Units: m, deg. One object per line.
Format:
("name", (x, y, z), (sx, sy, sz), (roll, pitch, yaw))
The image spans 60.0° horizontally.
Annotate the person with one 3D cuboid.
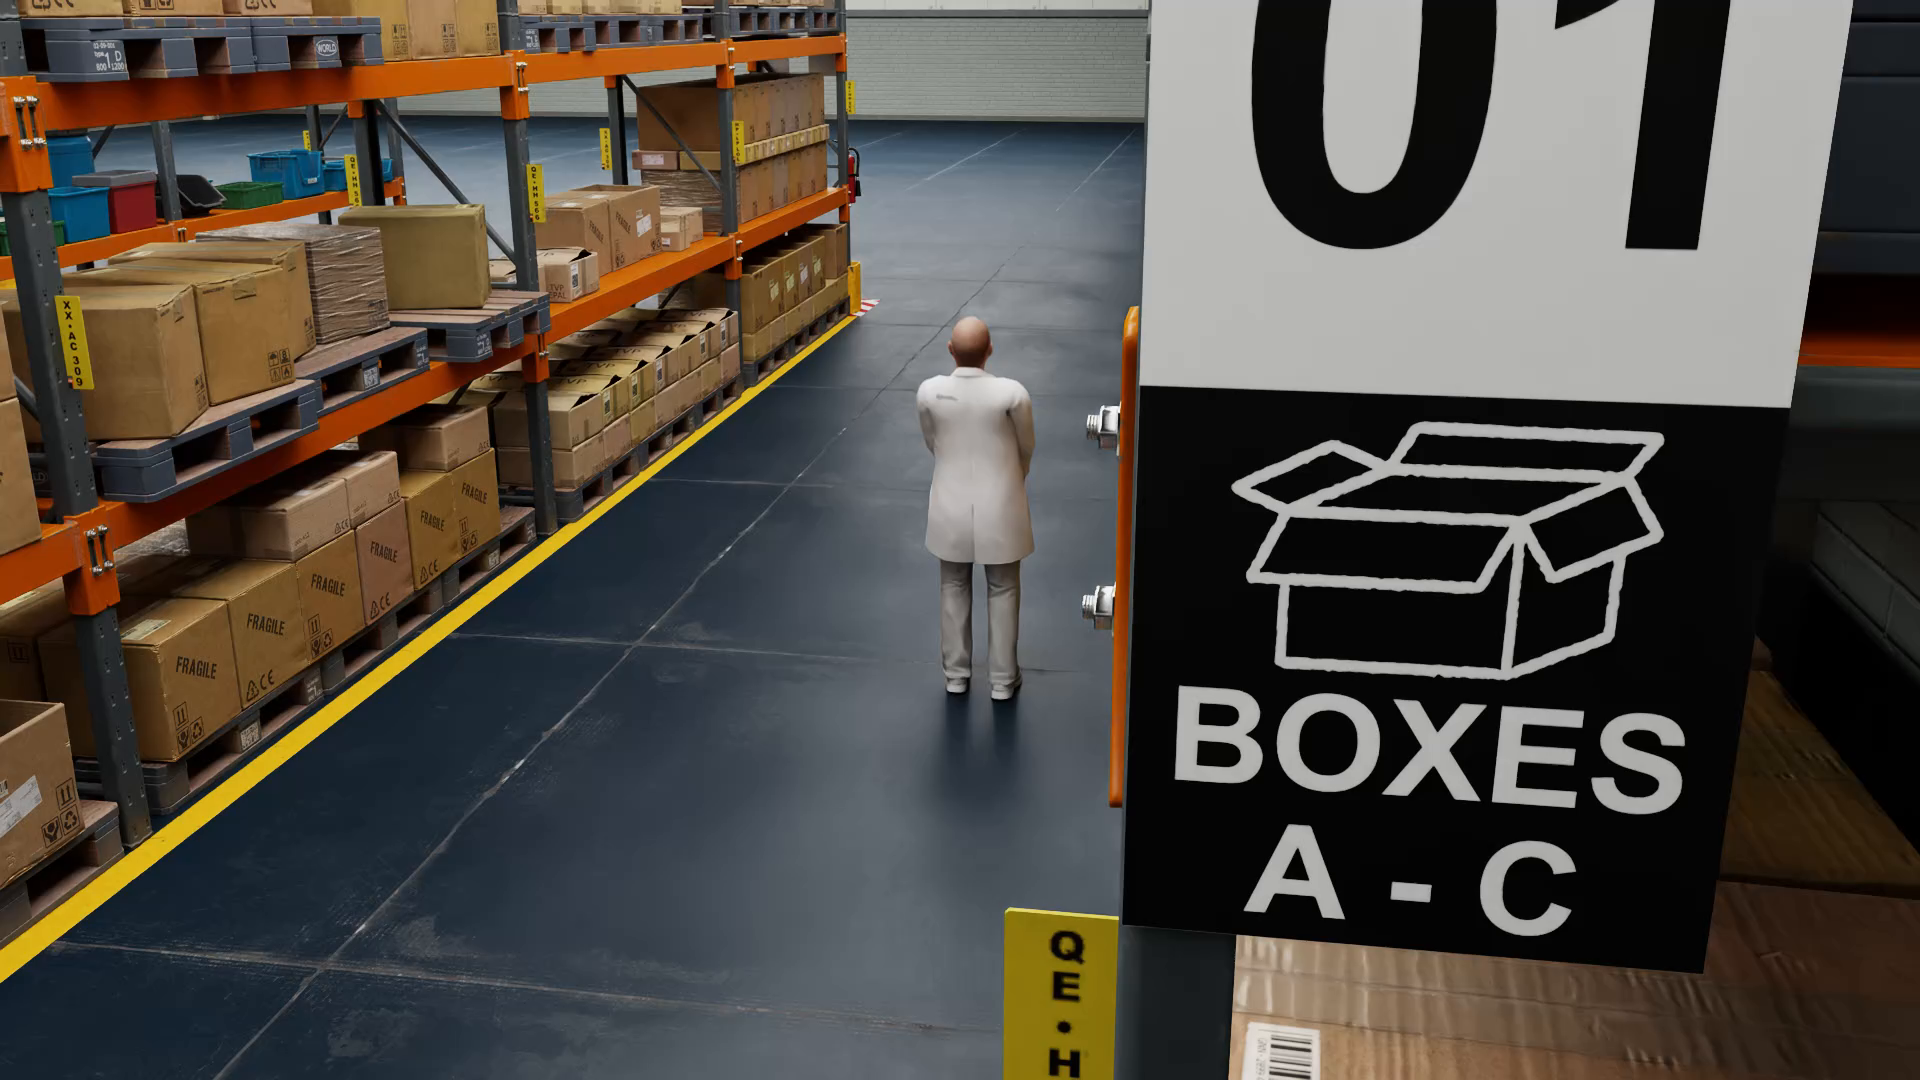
("person", (0.093, -0.174, 7.634), (0.528, 1.771, 0.563), (3, 18, 10))
